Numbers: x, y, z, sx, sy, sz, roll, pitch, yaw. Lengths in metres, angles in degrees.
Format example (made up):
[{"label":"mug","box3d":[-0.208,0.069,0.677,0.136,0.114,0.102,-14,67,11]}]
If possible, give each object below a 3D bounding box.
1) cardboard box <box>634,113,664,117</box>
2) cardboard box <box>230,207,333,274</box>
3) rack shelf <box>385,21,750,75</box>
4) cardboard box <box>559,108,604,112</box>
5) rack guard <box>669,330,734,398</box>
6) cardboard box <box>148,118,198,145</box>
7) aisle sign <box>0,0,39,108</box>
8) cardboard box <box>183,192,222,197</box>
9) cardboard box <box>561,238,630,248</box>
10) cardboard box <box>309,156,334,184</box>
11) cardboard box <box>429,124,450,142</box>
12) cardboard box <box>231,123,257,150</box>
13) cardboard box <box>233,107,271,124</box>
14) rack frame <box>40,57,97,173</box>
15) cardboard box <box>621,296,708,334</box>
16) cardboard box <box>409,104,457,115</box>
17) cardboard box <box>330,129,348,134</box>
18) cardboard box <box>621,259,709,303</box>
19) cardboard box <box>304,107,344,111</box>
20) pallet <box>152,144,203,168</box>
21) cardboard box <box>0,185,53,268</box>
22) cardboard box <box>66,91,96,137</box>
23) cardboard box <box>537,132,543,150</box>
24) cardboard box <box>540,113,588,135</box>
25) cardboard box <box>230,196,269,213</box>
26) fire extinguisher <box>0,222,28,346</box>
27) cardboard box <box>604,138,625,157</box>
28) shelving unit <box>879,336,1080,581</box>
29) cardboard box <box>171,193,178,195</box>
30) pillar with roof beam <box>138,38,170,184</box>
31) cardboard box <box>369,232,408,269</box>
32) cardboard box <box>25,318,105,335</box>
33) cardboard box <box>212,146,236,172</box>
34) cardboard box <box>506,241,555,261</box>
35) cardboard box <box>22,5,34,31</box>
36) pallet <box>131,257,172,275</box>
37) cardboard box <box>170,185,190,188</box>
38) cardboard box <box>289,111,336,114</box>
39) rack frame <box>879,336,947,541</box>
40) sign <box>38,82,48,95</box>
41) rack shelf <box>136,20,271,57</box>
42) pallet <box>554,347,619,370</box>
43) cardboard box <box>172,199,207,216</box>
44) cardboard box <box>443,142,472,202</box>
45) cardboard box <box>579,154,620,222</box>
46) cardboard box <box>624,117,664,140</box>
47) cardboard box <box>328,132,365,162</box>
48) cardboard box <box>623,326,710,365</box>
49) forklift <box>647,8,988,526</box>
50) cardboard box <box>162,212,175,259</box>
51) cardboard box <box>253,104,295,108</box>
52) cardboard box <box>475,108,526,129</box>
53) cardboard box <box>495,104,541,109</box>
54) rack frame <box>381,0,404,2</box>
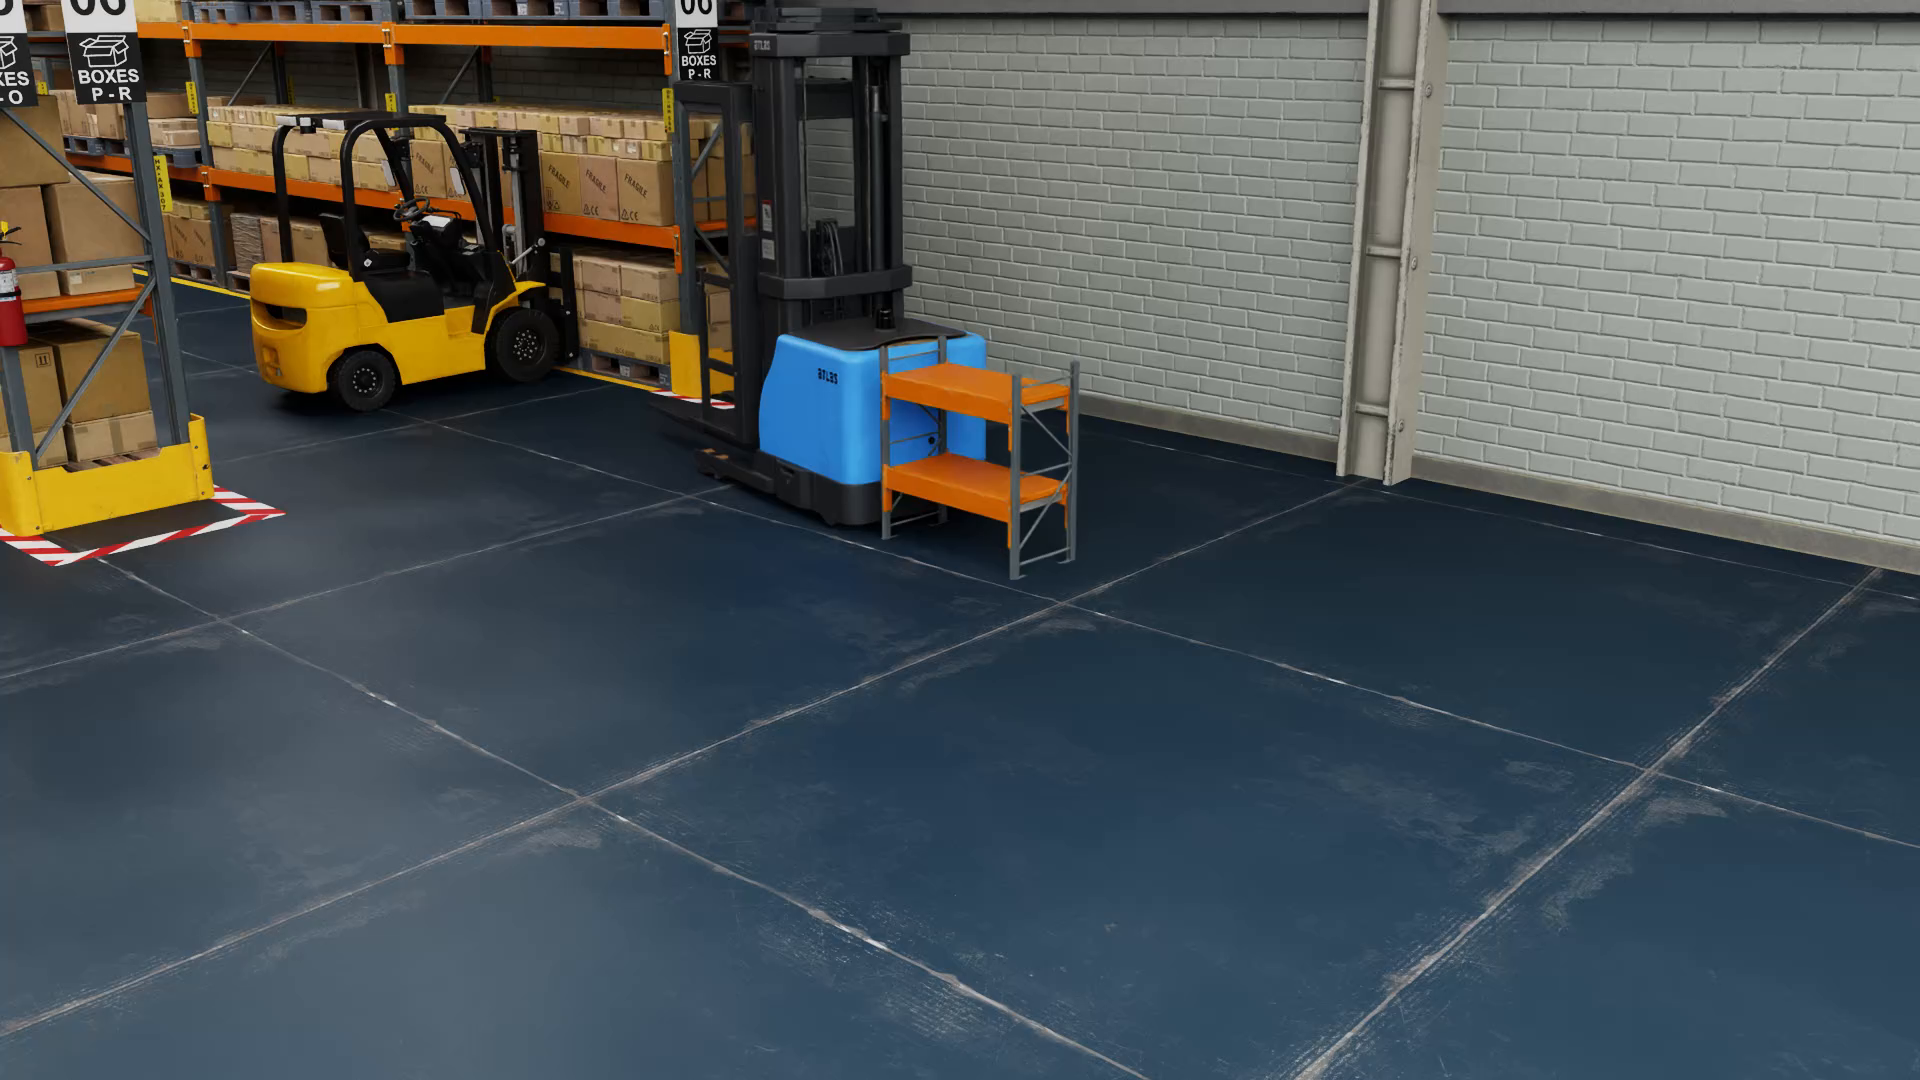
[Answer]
[{"label":"cardboard box","box3d":[-2.504,-3.493,13.930,0.250,0.149,0.380,15,23,40]},{"label":"cardboard box","box3d":[-7.365,-3.262,18.162,0.625,0.625,0.875,16,24,41]},{"label":"rack shelf","box3d":[-3.335,-4.204,14.130,4.000,0.370,1.077,15,23,39]},{"label":"cardboard box","box3d":[-3.286,-3.699,14.580,0.250,0.149,0.380,16,24,41]},{"label":"rack guard","box3d":[-1.821,-1.519,13.572,0.348,0.500,1.175,15,23,39]},{"label":"cardboard box","box3d":[-8.827,-4.589,18.667,0.500,0.250,0.500,14,22,37]},{"label":"aisle sign","box3d":[-5.277,-2.753,9.029,0.004,0.787,0.394,15,23,39]},{"label":"cardboard box","box3d":[-9.009,-4.062,19.819,0.250,0.149,0.380,15,23,40]},{"label":"cardboard box","box3d":[-3.195,-2.528,14.816,0.500,0.250,0.500,14,23,38]},{"label":"cardboard box","box3d":[-6.112,-3.695,16.545,0.500,0.250,0.500,15,23,40]},{"label":"cardboard box","box3d":[-4.572,-3.700,15.075,0.250,0.149,0.380,16,23,41]},{"label":"cardboard box","box3d":[-7.279,-4.243,17.445,0.500,0.250,0.500,16,24,41]},{"label":"cardboard box","box3d":[-7.370,-4.449,17.434,0.250,0.149,0.380,16,24,41]},{"label":"rack frame","box3d":[-10.814,-5.125,20.801,0.127,3.000,1.000,15,23,39]},{"label":"cardboard box","box3d":[-2.411,-1.870,13.571,0.500,0.250,0.500,15,23,39]},{"label":"cardboard box","box3d":[-4.789,-3.886,15.169,0.250,0.149,0.380,16,23,40]},{"label":"cardboard box","box3d":[-5.872,-4.025,16.099,0.250,0.149,0.380,14,22,38]},{"label":"cardboard box","box3d":[-2.391,-2.104,13.480,0.500,0.250,0.500,16,24,41]},{"label":"cardboard box","box3d":[-6.648,-4.462,17.476,0.250,0.149,0.380,15,23,39]},{"label":"pallet","box3d":[-8.376,-4.351,18.679,1.003,0.211,1.213,15,23,39]},{"label":"cardboard box","box3d":[-5.720,-1.828,9.755,0.500,0.500,0.500,15,23,38]},{"label":"cardboard box","box3d":[-10.214,-5.121,19.930,0.500,0.500,0.700,15,23,40]},{"label":"cardboard box","box3d":[-3.387,-3.401,14.132,0.250,0.149,0.380,15,23,39]},{"label":"cardboard box","box3d":[-3.268,-3.472,13.864,0.250,0.149,0.380,16,23,40]},{"label":"cardboard box","box3d":[-8.187,-3.874,19.226,0.250,0.149,0.380,16,24,41]},{"label":"fire extinguisher","box3d":[-5.351,-1.428,9.279,0.183,0.674,0.296,15,23,39]},{"label":"cardboard box","box3d":[-2.649,-3.189,13.464,0.250,0.149,0.380,16,23,40]},{"label":"shelving unit","box3d":[0.095,-0.480,9.264,0.538,1.125,1.048,-17,24,-42]},{"label":"cardboard box","box3d":[-9.483,-4.015,19.670,0.250,0.149,0.380,15,23,39]},{"label":"pillar with roof beam","box3d":[-13.594,-7.354,17.908,0.400,9.000,9.100,15,23,39]},{"label":"cardboard box","box3d":[-5.229,-2.689,16.358,0.625,0.625,0.875,16,24,42]},{"label":"cardboard box","box3d":[-5.963,-1.172,10.957,0.500,0.500,0.500,14,22,37]},{"label":"cardboard box","box3d":[-7.653,-4.106,17.838,0.500,0.250,0.500,15,23,39]},{"label":"cardboard box","box3d":[-3.922,-2.514,14.774,0.500,0.250,0.500,16,24,41]},{"label":"cardboard box","box3d":[-5.419,-3.074,9.796,0.250,0.149,0.380,14,22,38]},{"label":"pallet","box3d":[-9.264,-3.396,19.964,1.213,0.211,1.003,15,23,39]},{"label":"cardboard box","box3d":[-9.751,-4.290,20.537,0.250,0.149,0.380,14,22,37]},{"label":"cardboard box","box3d":[-6.549,-4.261,16.841,0.250,0.149,0.380,15,23,39]},{"label":"rack frame","box3d":[-0.265,-0.588,9.606,0.500,1.125,0.032,-17,24,-42]},{"label":"sign","box3d":[-11.169,-5.413,20.279,0.005,0.325,0.100,15,23,39]},{"label":"rack shelf","box3d":[-9.319,-5.810,19.191,4.000,0.370,1.077,15,23,39]},{"label":"pallet","box3d":[-3.347,-1.776,14.857,1.213,0.211,1.003,15,23,39]},{"label":"cardboard box","box3d":[-8.753,-3.792,18.968,0.250,0.149,0.380,14,22,37]},{"label":"cardboard box","box3d":[-4.272,-3.317,14.940,0.500,0.500,0.500,16,23,40]},{"label":"cardboard box","box3d":[-2.763,-2.909,13.653,0.500,0.500,0.500,16,24,41]},{"label":"cardboard box","box3d":[-2.452,-3.281,13.261,0.250,0.149,0.380,15,23,39]},{"label":"cardboard box","box3d":[-5.757,-3.828,16.136,0.500,0.250,0.500,14,23,38]},{"label":"cardboard box","box3d":[-2.400,-1.628,13.634,0.500,0.250,0.500,15,23,40]},{"label":"forklift","box3d":[-1.100,-1.865,10.641,1.130,2.935,3.031,-12,21,-34]},{"label":"cardboard box","box3d":[-9.042,-3.574,19.353,0.500,0.500,0.500,16,24,42]},{"label":"cardboard box","box3d":[-7.445,-4.659,18.096,0.250,0.149,0.380,16,24,41]},{"label":"cardboard box","box3d":[-4.001,-3.684,14.532,0.250,0.149,0.380,15,23,38]},{"label":"cardboard box","box3d":[-4.025,-3.912,15.249,0.250,0.149,0.380,15,23,39]},{"label":"rack frame","box3d":[-4.831,-6.378,14.833,0.127,3.000,1.000,15,23,39]}]
